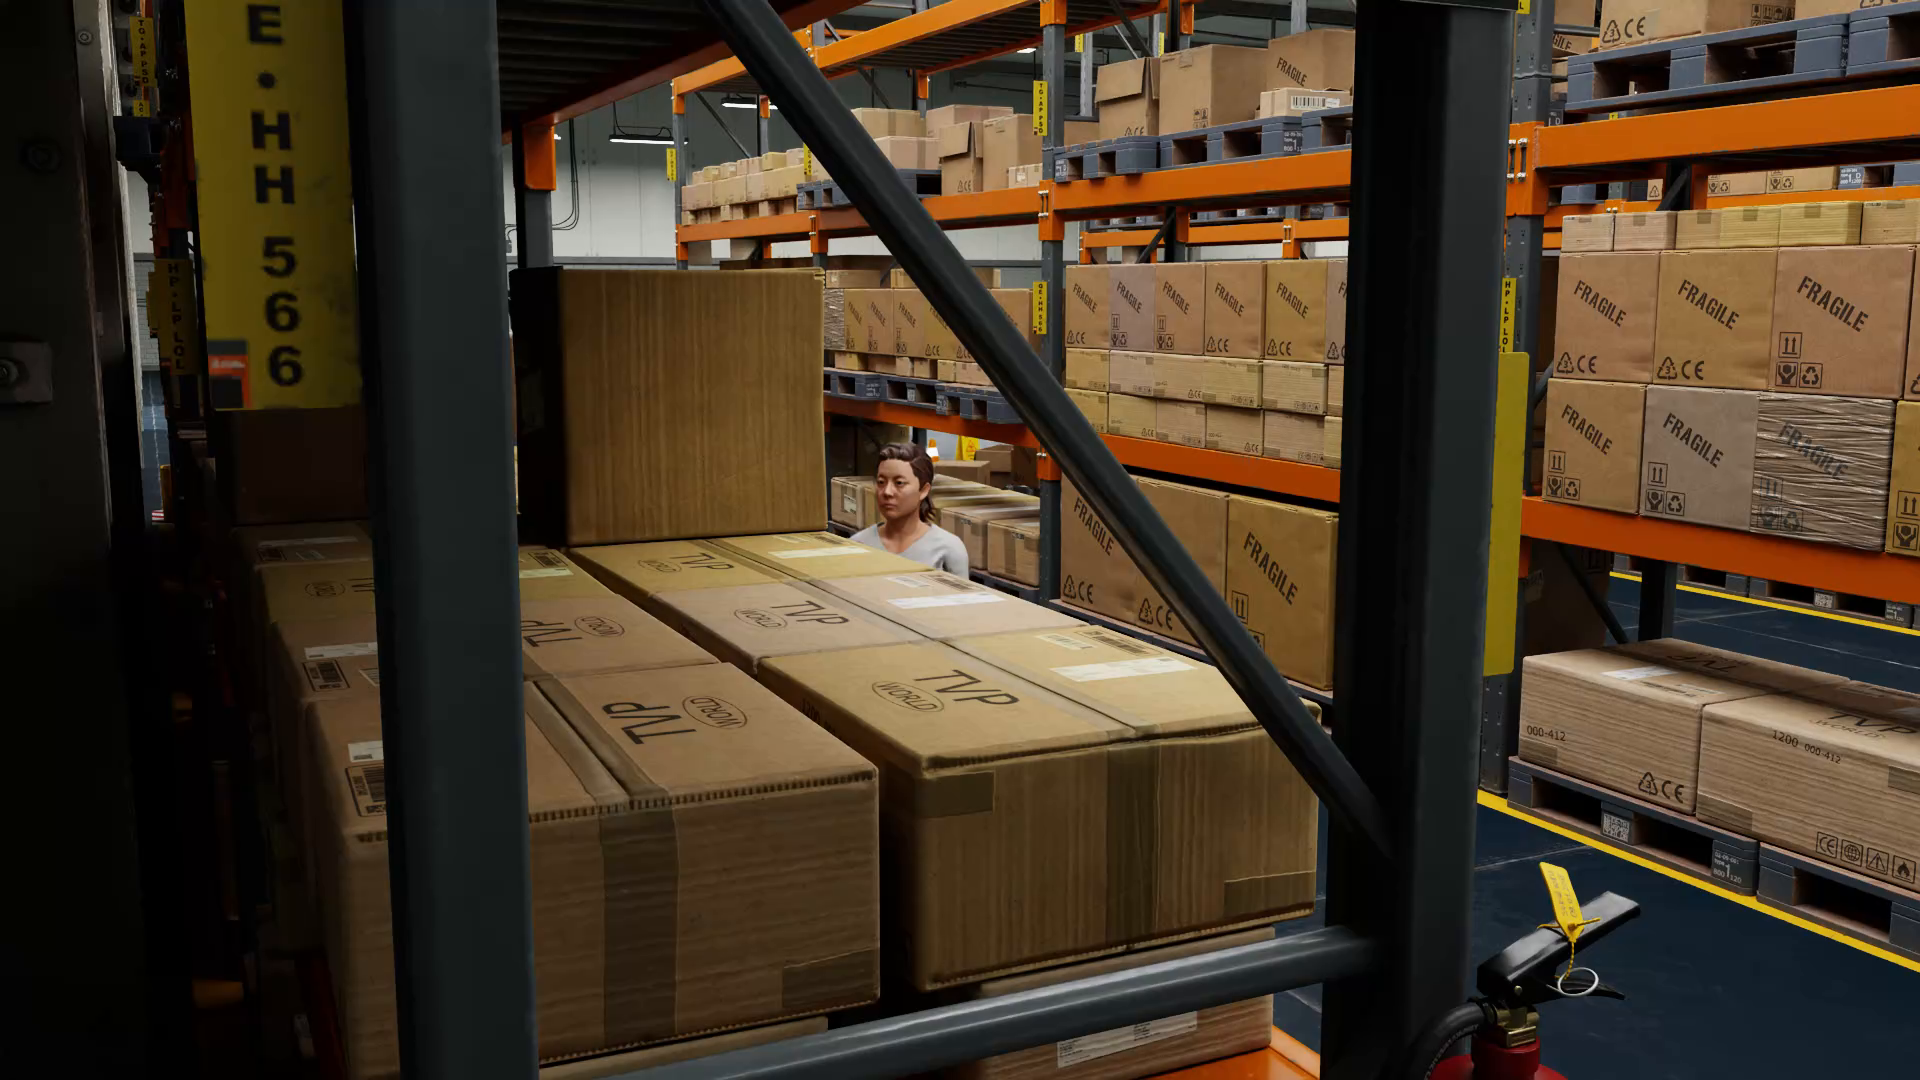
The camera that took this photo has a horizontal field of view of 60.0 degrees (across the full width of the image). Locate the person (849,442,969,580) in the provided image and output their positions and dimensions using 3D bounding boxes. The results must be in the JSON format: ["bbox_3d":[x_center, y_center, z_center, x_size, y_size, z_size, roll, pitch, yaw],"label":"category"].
[{"bbox_3d":[-0.191,0.529,5.283,0.441,1.678,0.403,2,9,11],"label":"person"}]
